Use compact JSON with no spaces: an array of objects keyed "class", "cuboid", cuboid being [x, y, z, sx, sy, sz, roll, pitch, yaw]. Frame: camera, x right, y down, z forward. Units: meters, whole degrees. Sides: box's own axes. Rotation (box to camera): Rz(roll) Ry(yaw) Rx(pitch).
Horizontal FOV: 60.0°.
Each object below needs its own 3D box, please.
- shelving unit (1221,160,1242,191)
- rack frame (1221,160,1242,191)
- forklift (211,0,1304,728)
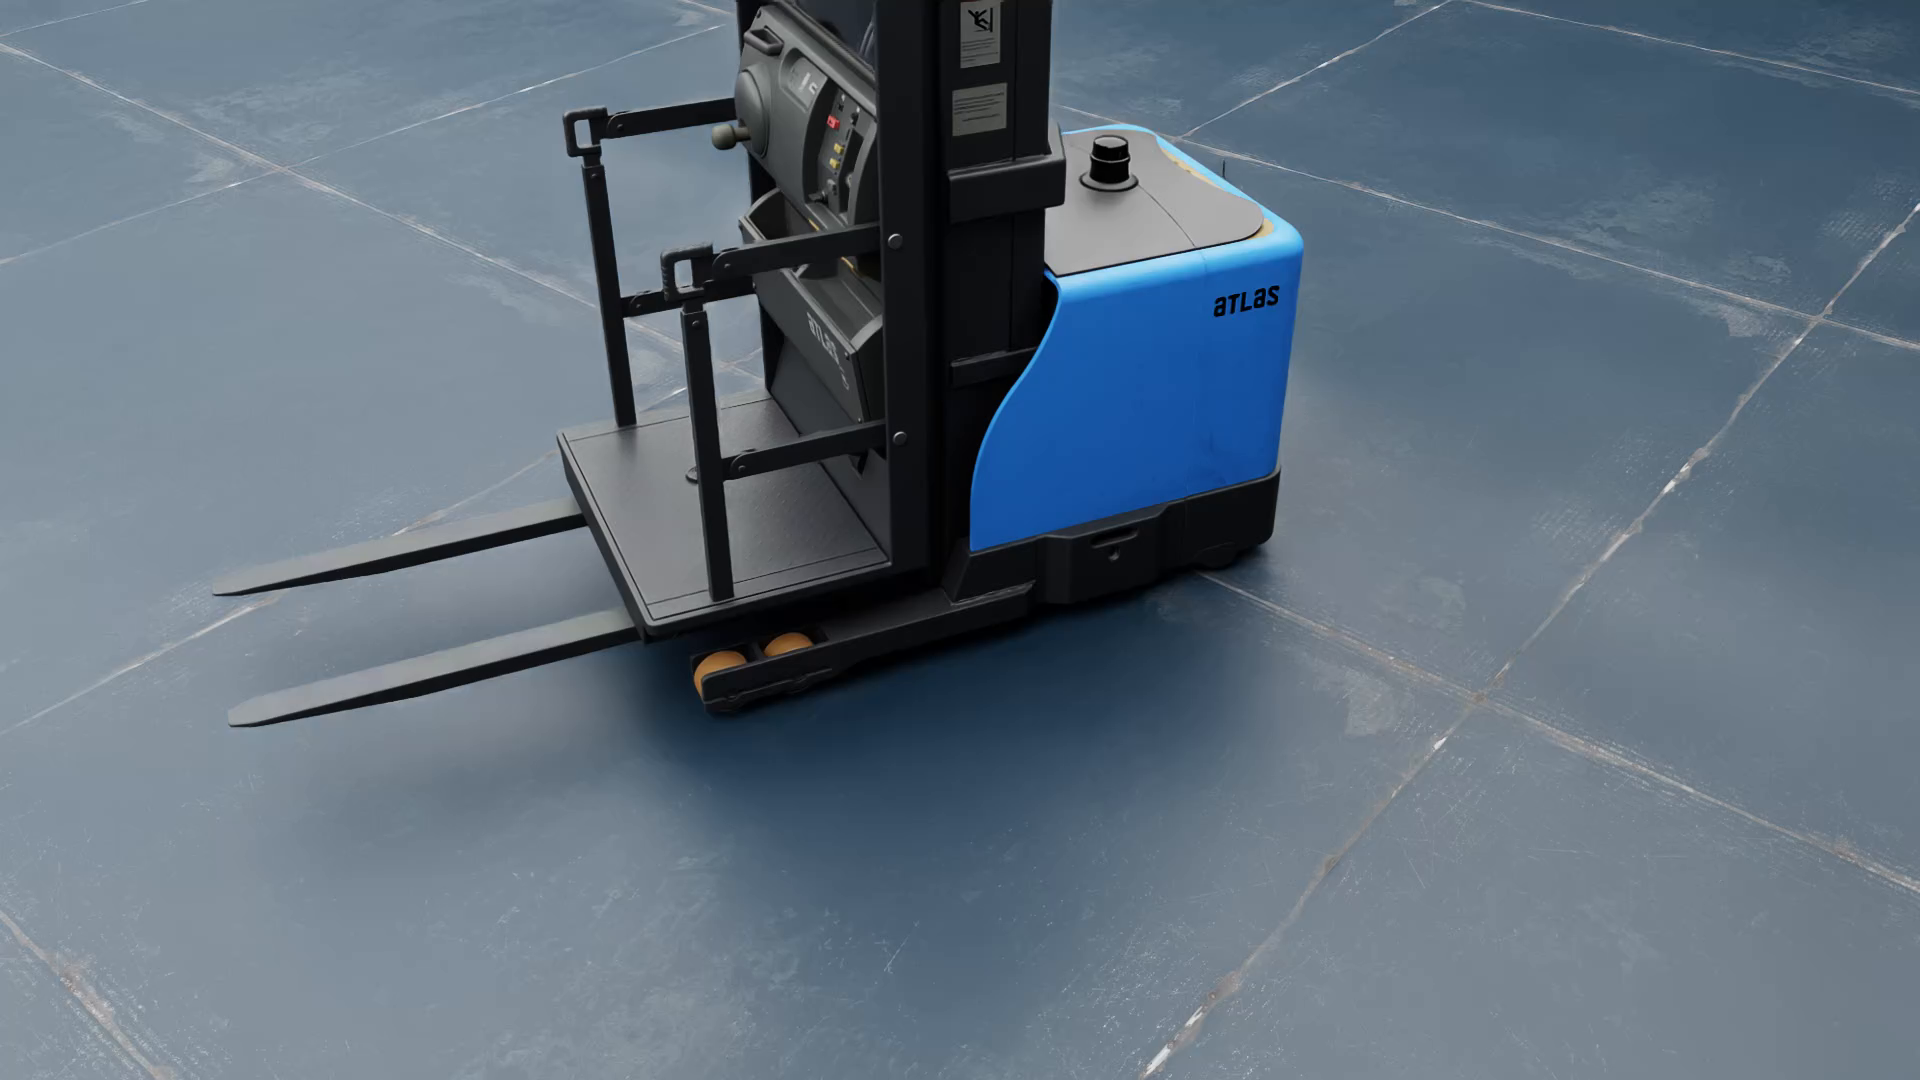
[{"class":"shelving unit","cuboid":[0.782,-0.811,5.636,0.210,0.900,0.258,-4,35,-5]},{"class":"rack frame","cuboid":[0.883,-0.818,5.646,0.006,0.900,0.240,-4,35,-5]},{"class":"forklift","cuboid":[-0.589,-1.078,4.231,3.031,2.935,1.130,-14,37,-20]}]
